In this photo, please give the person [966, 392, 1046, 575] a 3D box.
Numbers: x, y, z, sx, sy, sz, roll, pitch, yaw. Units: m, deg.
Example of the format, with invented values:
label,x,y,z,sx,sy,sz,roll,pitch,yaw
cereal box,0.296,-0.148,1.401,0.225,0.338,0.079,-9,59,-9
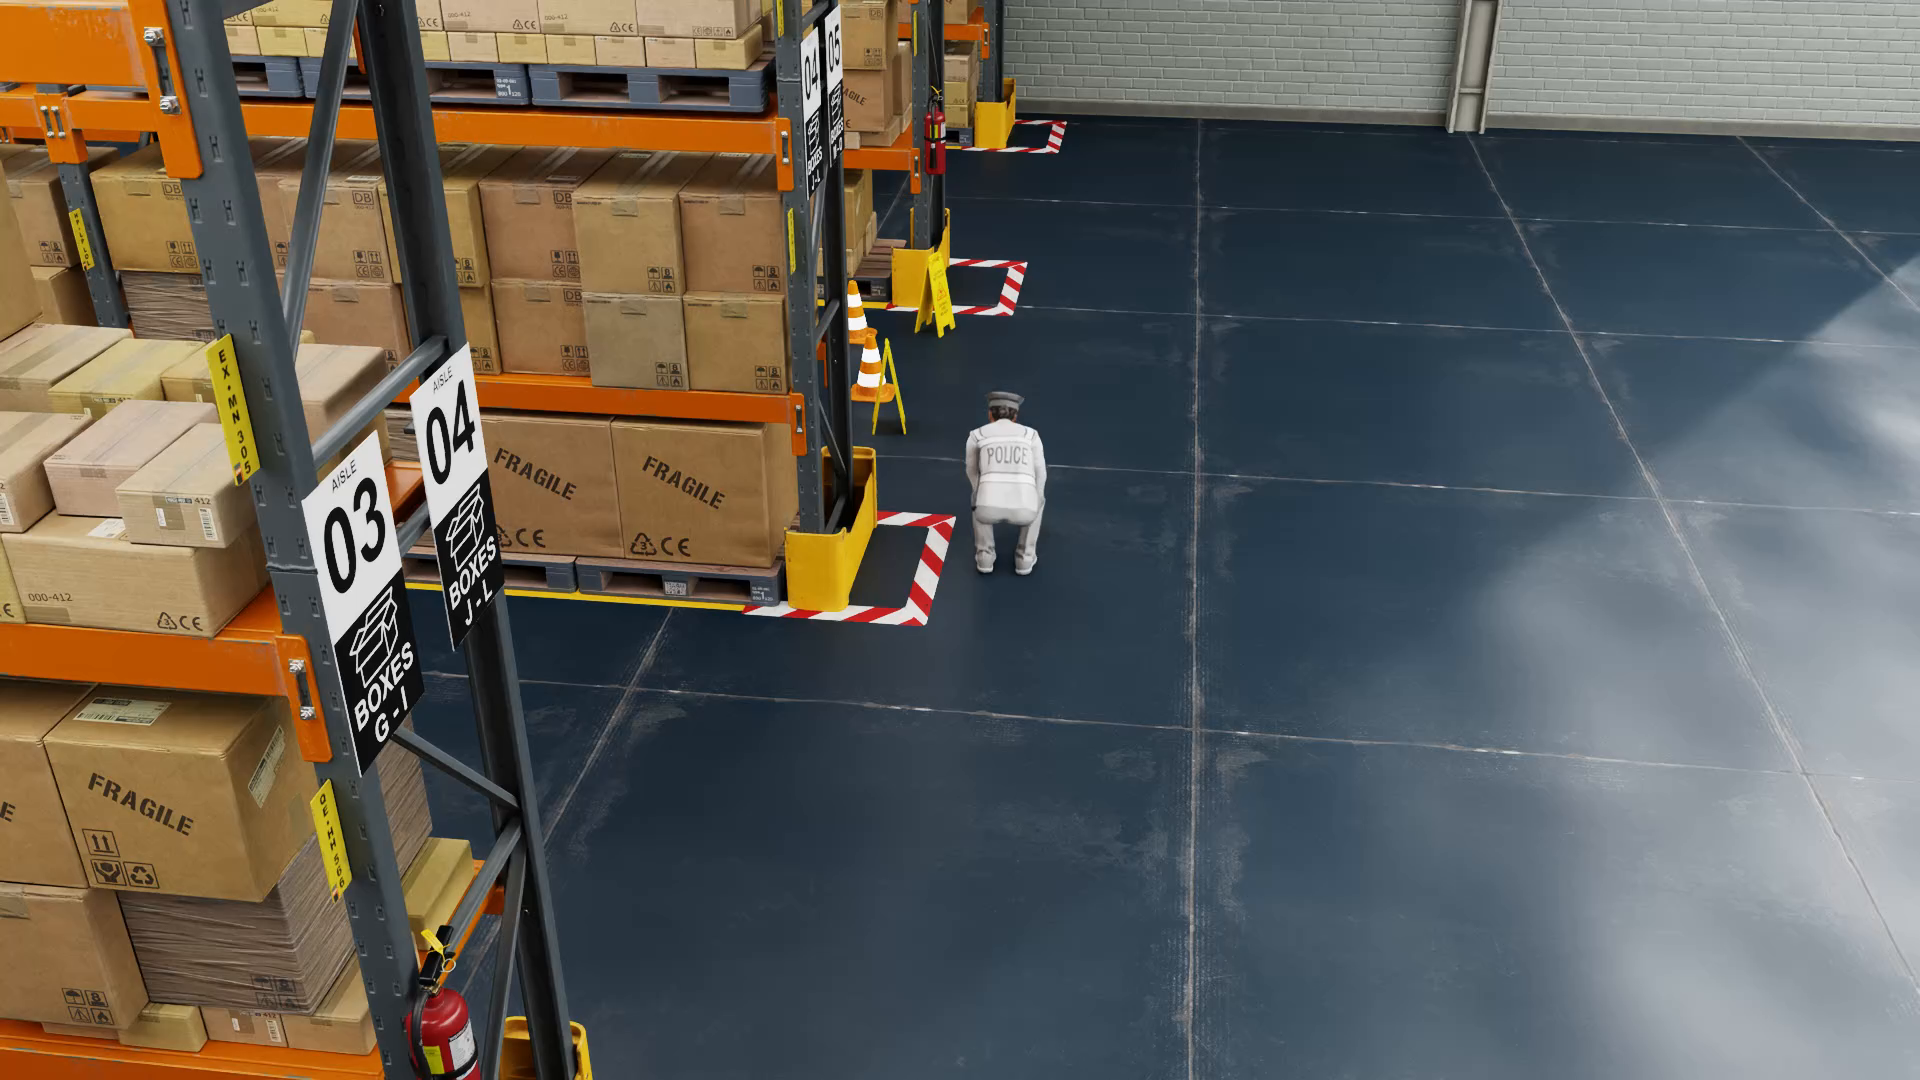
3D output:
label,x,y,z,sx,sy,sz,roll,pitch,yaw
person,0.266,-0.340,9.957,0.487,0.994,0.819,3,29,6
